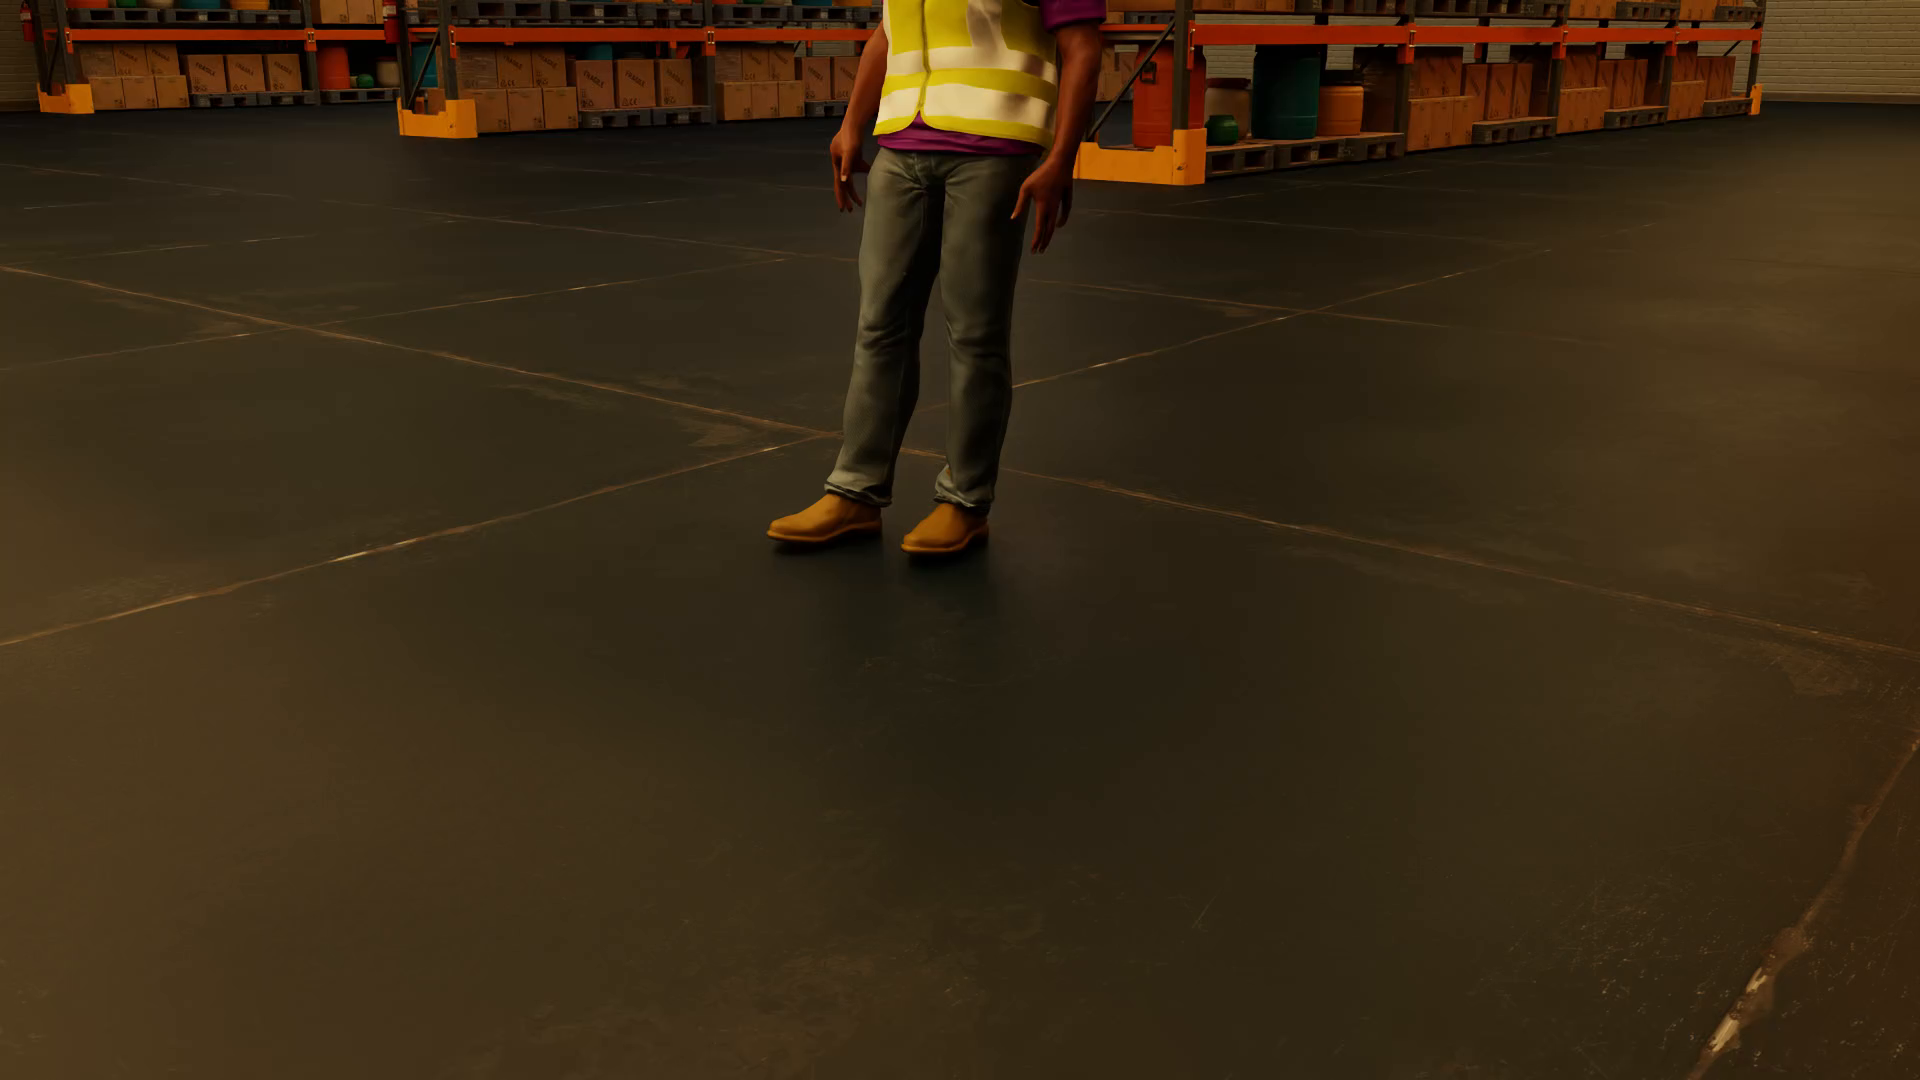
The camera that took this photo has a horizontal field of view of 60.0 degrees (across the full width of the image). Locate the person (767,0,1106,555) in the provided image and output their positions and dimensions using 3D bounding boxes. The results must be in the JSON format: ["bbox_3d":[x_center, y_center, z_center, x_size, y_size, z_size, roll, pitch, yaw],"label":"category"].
[{"bbox_3d":[-0.049,-0.838,3.636,0.665,1.765,0.577,13,21,37],"label":"person"}]
